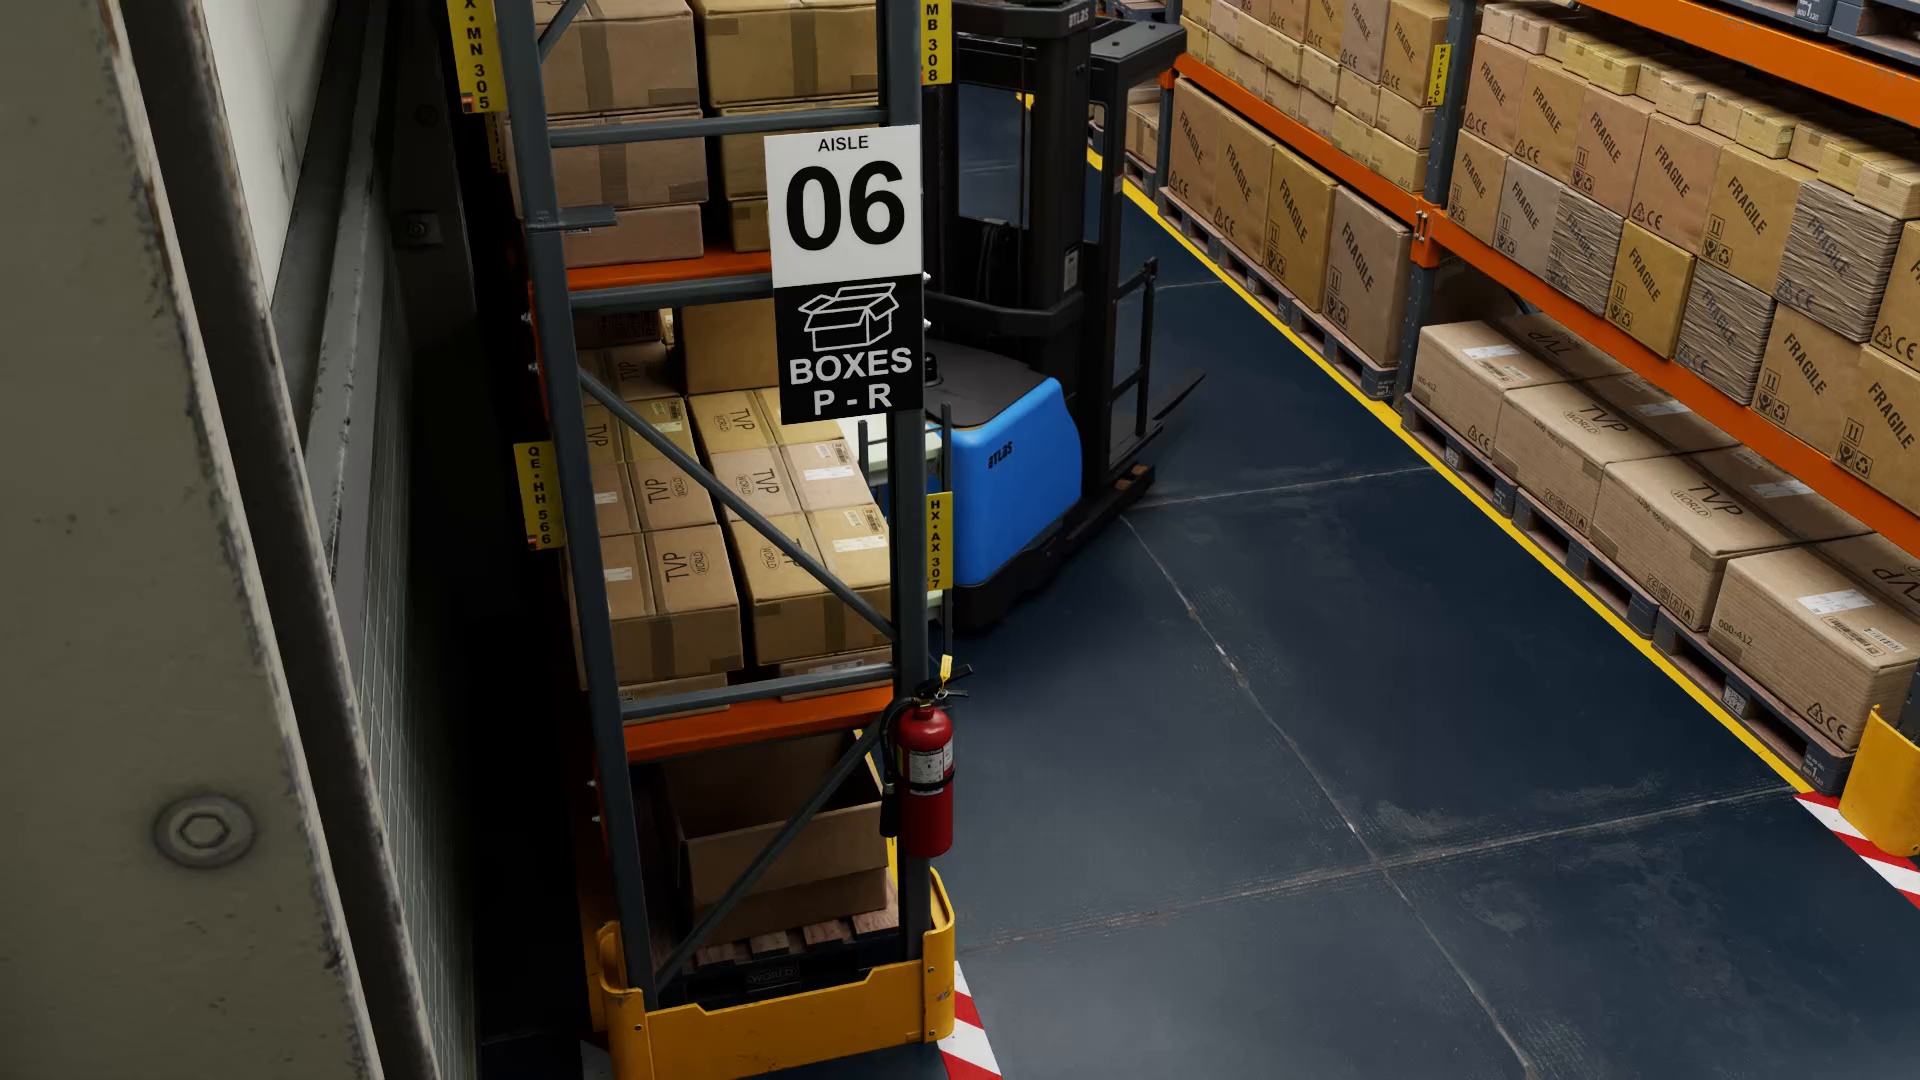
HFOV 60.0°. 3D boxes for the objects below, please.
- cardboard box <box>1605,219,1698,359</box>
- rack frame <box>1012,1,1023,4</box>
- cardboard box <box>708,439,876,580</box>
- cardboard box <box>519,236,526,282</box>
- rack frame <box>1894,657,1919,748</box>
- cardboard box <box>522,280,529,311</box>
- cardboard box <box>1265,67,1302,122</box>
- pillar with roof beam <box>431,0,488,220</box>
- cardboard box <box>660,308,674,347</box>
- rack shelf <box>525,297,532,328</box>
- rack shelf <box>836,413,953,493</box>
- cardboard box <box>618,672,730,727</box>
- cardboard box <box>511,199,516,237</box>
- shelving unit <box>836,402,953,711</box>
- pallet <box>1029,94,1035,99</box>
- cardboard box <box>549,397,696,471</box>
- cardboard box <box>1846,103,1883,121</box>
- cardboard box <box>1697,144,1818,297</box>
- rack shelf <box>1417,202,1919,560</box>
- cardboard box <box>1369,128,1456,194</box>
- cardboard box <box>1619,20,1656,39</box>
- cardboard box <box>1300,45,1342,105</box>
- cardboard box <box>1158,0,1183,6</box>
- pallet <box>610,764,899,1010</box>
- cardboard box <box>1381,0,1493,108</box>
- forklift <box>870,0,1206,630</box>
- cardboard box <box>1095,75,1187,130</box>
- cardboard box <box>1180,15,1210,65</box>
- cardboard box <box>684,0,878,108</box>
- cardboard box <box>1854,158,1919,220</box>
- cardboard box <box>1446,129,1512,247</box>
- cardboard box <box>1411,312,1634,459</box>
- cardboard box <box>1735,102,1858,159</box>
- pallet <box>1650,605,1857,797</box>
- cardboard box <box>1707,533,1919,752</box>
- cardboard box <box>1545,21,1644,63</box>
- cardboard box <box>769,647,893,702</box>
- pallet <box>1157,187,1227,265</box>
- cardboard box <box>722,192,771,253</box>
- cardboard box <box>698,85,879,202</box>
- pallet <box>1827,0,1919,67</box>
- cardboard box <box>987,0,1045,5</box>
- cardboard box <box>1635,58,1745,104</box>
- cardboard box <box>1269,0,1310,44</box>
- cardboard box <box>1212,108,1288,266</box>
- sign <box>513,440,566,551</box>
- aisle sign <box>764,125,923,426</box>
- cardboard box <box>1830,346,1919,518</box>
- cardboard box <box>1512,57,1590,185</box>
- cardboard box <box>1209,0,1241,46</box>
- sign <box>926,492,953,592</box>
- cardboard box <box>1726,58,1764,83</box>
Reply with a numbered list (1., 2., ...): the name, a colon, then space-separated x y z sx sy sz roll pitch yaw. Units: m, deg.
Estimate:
1. cardboard box: 3.394 -1.187 7.707 0.500 0.500 0.500 -7 31 -12
2. rack frame: 1.007 -6.003 16.126 1.000 3.000 0.127 -8 31 -13
3. cardboard box: -0.588 -0.107 5.794 0.500 0.250 0.500 -8 31 -13
4. cardboard box: -1.783 -1.266 7.795 0.500 0.250 0.500 -8 31 -14
5. rack frame: 4.192 -0.207 6.113 1.000 3.000 0.127 -8 31 -13
6. cardboard box: -2.332 -1.272 10.029 0.500 0.500 0.500 -9 31 -16
7. cardboard box: 2.377 -2.998 11.085 0.500 0.250 0.500 -8 31 -13
8. pillar with roof beam: 0.219 -7.088 12.012 9.100 9.000 0.400 -8 31 -13
9. cardboard box: -1.017 -0.845 7.068 0.500 0.250 0.500 -8 31 -14
10. rack shelf: -2.185 -2.132 10.157 1.077 0.370 4.000 -8 31 -13
11. rack shelf: -0.377 -0.363 7.102 0.431 0.370 0.720 -13 33 -22
12. cardboard box: -0.940 0.439 5.248 0.380 0.149 0.250 -8 31 -14
13. cardboard box: -2.763 -2.028 11.336 0.500 0.500 0.500 -8 31 -13
14. shelving unit: -0.377 -0.026 7.297 0.431 1.500 0.755 -13 33 -22
15. pallet: 1.215 -4.420 16.176 1.003 0.211 1.213 -8 31 -13
16. cardboard box: -1.233 -0.285 6.101 0.500 0.250 0.500 -7 31 -12
17. cardboard box: 4.034 -1.800 7.121 0.380 0.149 0.250 -8 31 -13
18. cardboard box: 3.539 -1.372 7.028 0.500 0.500 0.500 -8 31 -14
19. rack shelf: 3.661 -0.861 7.962 1.077 0.370 4.000 -8 31 -13
20. cardboard box: 2.768 -2.257 9.805 0.500 0.250 0.500 -9 31 -14
21. cardboard box: 3.541 -2.526 8.374 0.380 0.149 0.250 -8 31 -13
22. cardboard box: 2.496 -2.961 10.521 0.500 0.250 0.500 -7 31 -12
23. cardboard box: 1.755 -4.271 12.966 0.380 0.149 0.250 -7 31 -11
24. pallet: -0.826 1.240 6.397 1.003 0.211 1.213 -8 31 -13
25. cardboard box: 2.769 -2.797 9.490 0.500 0.500 0.500 -7 31 -12
26. forklift: 0.420 -1.545 8.493 1.130 2.935 3.031 17 34 27
27. cardboard box: 1.724 -3.745 14.429 0.950 0.372 0.625 -8 31 -14
28. cardboard box: 1.956 -3.736 12.360 0.500 0.250 0.500 -8 31 -14
29. cardboard box: -0.469 -1.371 4.484 0.500 0.250 0.500 -8 31 -14
30. cardboard box: 3.663 -1.343 6.331 0.380 0.149 0.250 -8 31 -14
31. cardboard box: 3.002 -1.921 8.974 0.500 0.500 0.500 -7 31 -12
32. cardboard box: 3.193 -0.894 9.439 0.875 0.438 0.875 -8 31 -14
33. cardboard box: 3.512 -1.719 6.981 0.380 0.149 0.250 -7 31 -12
34. pallet: 3.904 0.624 7.461 1.003 0.211 1.213 -8 31 -13
35. cardboard box: 3.920 0.415 7.178 0.875 0.438 0.875 -9 31 -15
36. cardboard box: 3.156 -2.469 8.276 0.380 0.149 0.250 -8 31 -14
37. cardboard box: -0.416 0.368 5.370 0.380 0.149 0.250 -8 31 -14
38. pallet: 2.205 -2.473 12.812 1.003 0.211 1.213 -8 31 -13
39. cardboard box: -0.453 -0.919 4.601 0.380 0.149 0.250 -7 31 -12
40. cardboard box: -0.447 -1.158 4.614 0.500 0.250 0.500 -8 31 -14
41. pallet: 3.985 -1.824 6.001 1.003 0.211 1.213 -8 31 -13
42. cardboard box: 0.591 -5.569 16.954 0.500 0.500 0.500 -8 31 -14
43. cardboard box: 3.351 -2.098 7.635 0.380 0.149 0.250 -8 31 -13
44. cardboard box: 2.358 -3.542 10.777 0.500 0.500 0.500 -7 31 -12
45. cardboard box: 2.404 -2.557 11.875 0.875 0.875 0.875 -7 31 -13
46. sign: -1.133 -0.119 4.490 0.100 0.325 0.005 -8 31 -13
47. aisle sign: -0.292 -0.676 4.329 0.394 0.787 0.004 -8 31 -13
48. cardboard box: 3.809 -0.448 6.430 0.500 0.500 0.500 -8 31 -13
49. cardboard box: 3.151 -2.108 8.299 0.500 0.500 0.500 -8 31 -14
50. cardboard box: 2.101 -3.695 11.790 0.500 0.250 0.500 -7 31 -12
51. sign: -0.070 0.008 4.878 0.100 0.325 0.005 -8 31 -13
52. cardboard box: 3.797 -2.163 7.748 0.380 0.149 0.250 -8 31 -14
